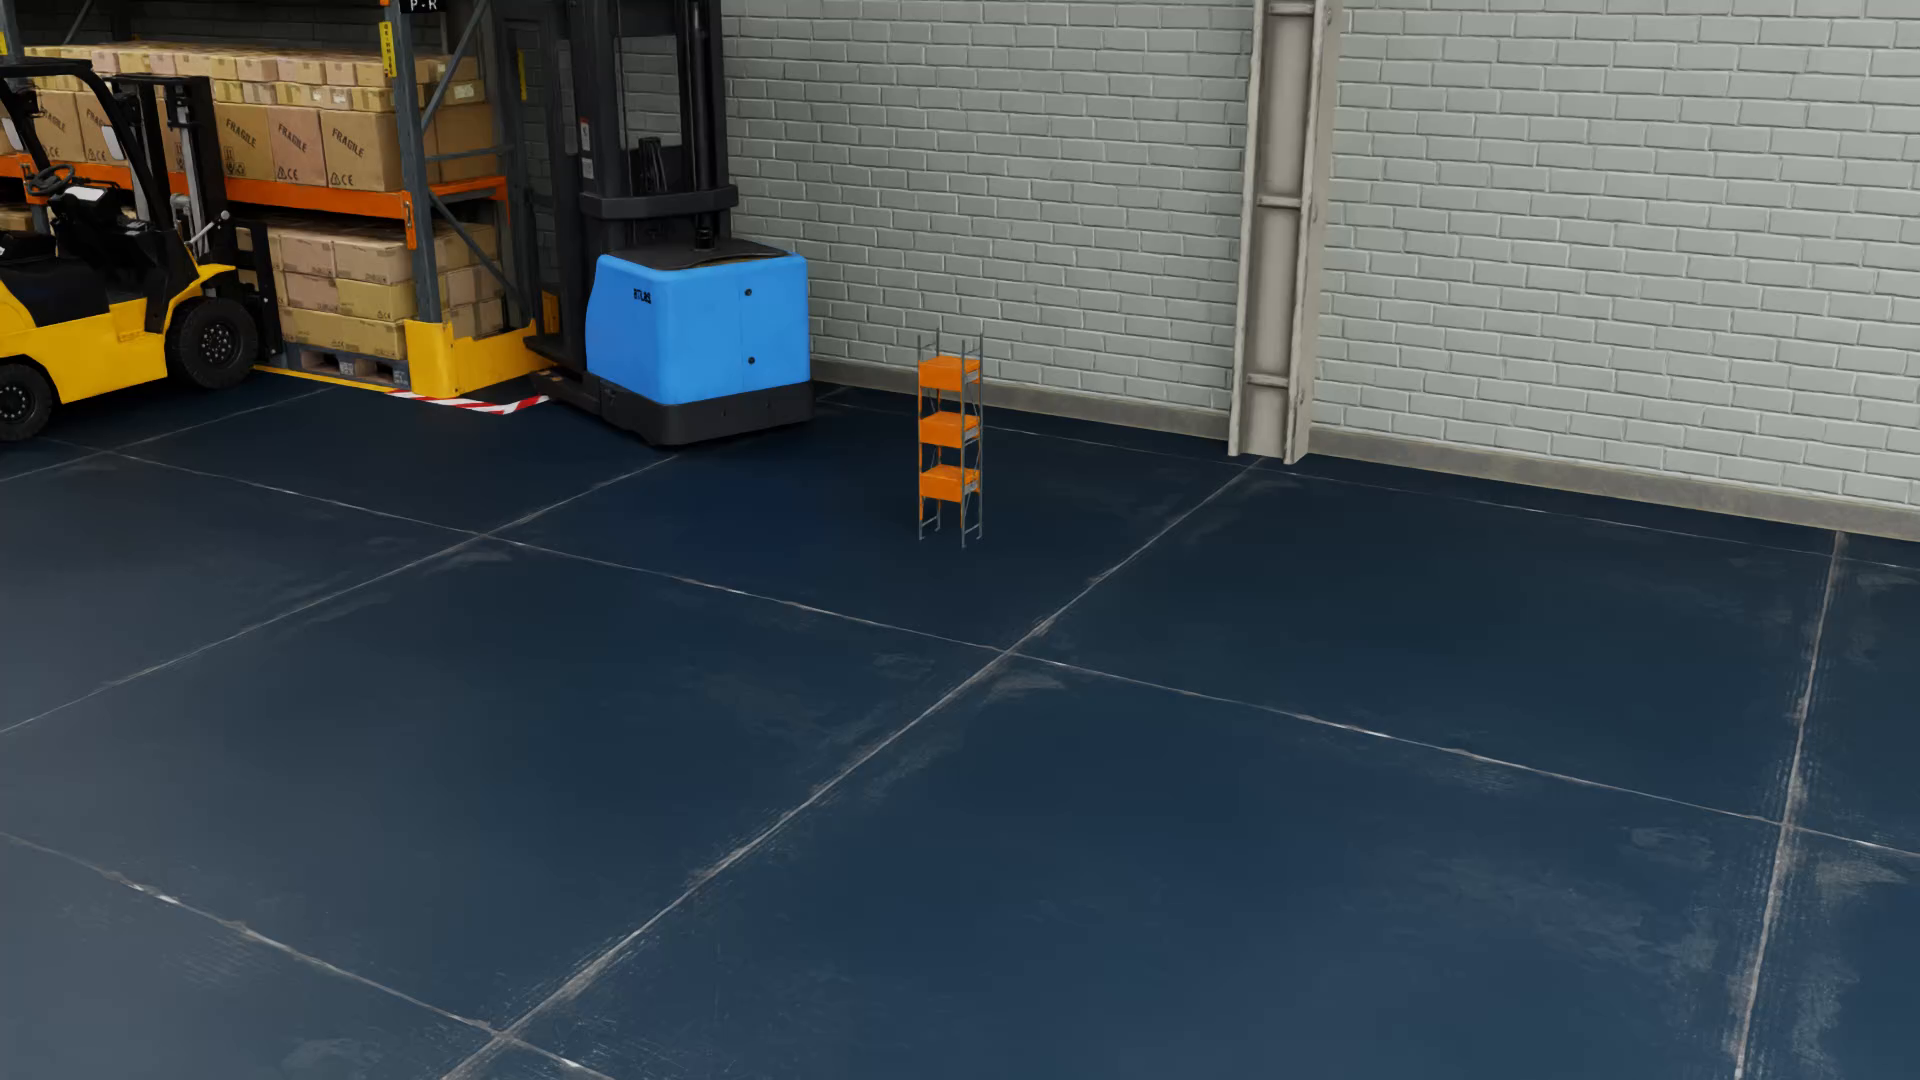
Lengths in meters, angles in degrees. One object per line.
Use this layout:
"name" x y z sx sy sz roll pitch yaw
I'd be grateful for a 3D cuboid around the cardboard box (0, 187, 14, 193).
"cardboard box" -8.541 -2.621 14.059 0.625 0.625 0.875 10 22 25

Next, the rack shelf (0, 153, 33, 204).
"rack shelf" -8.495 -3.195 13.830 4.000 0.370 1.077 11 23 27

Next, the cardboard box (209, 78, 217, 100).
"cardboard box" -5.002 -3.136 11.514 0.250 0.149 0.380 11 22 27

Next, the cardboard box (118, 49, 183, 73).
"cardboard box" -5.702 -3.386 11.768 0.250 0.149 0.380 10 22 26

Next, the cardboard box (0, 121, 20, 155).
"cardboard box" -7.317 -3.136 12.832 0.500 0.250 0.500 11 23 29

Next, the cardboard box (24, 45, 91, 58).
"cardboard box" -6.616 -3.551 12.222 0.250 0.149 0.380 11 23 28

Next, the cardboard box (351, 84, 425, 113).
"cardboard box" -3.696 -2.862 10.758 0.250 0.149 0.380 11 23 28

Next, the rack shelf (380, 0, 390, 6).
"rack shelf" -5.003 -3.940 11.485 4.000 0.370 1.077 11 23 27

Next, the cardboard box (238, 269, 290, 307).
"cardboard box" -4.728 -1.830 11.693 0.500 0.250 0.500 10 22 26

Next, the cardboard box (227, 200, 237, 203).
"cardboard box" -5.775 -2.472 12.730 0.500 0.250 0.500 10 22 27

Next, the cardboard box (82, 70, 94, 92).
"cardboard box" -6.131 -3.344 12.087 0.250 0.149 0.380 11 23 27

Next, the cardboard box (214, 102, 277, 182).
"cardboard box" -4.711 -2.760 11.430 0.500 0.500 0.500 10 22 26

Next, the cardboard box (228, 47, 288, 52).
"cardboard box" -5.015 -3.455 11.958 0.250 0.149 0.380 12 23 29

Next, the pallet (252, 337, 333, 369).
"pallet" -5.006 -1.543 12.308 1.213 0.211 1.003 11 23 27

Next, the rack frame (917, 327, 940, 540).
"rack frame" -0.153 -0.523 8.267 0.008 1.050 0.200 11 23 27

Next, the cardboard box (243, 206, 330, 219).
"cardboard box" -4.898 -2.302 12.264 0.500 0.250 0.500 10 22 26

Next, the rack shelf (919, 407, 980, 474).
"rack shelf" -0.047 -0.492 8.214 0.240 0.259 0.215 11 23 27

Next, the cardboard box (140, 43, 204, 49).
"cardboard box" -5.887 -3.635 12.454 0.250 0.149 0.380 11 22 27

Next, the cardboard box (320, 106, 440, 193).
"cardboard box" -3.815 -2.586 10.950 0.500 0.500 0.500 10 22 26

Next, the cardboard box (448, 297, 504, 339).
"cardboard box" -3.590 -1.580 11.739 0.500 0.250 0.500 11 23 28

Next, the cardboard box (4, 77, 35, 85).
"cardboard box" -7.156 -3.543 12.637 0.250 0.149 0.380 12 23 29

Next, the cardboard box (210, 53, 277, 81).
"cardboard box" -4.836 -3.207 11.272 0.250 0.149 0.380 11 23 28

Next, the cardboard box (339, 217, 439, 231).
"cardboard box" -4.022 -2.129 11.785 0.500 0.250 0.500 11 23 27

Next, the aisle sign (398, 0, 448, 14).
"aisle sign" -3.343 -3.659 10.242 0.004 0.787 0.394 11 23 27

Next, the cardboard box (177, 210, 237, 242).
"cardboard box" -5.598 -2.234 12.076 0.500 0.250 0.500 12 23 29

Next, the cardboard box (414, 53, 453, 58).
"cardboard box" -3.648 -3.210 11.281 0.250 0.149 0.380 12 23 29

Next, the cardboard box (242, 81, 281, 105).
"cardboard box" -4.598 -3.032 11.226 0.250 0.149 0.380 10 22 26

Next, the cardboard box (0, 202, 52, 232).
"cardboard box" -7.210 -2.365 13.354 0.625 0.625 0.875 12 23 30

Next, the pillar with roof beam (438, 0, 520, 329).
"pillar with roof beam" -5.525 -4.458 7.459 0.400 9.000 9.100 11 23 27

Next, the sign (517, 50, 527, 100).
"sign" -2.981 -3.144 11.248 0.005 0.325 0.100 11 23 27

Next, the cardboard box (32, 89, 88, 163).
"cardboard box" -6.489 -3.096 12.356 0.500 0.500 0.500 10 22 26

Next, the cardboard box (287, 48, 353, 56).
"cardboard box" -4.528 -3.395 11.792 0.250 0.149 0.380 10 22 26

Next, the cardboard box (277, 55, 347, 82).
"cardboard box" -4.326 -3.155 11.130 0.250 0.149 0.380 11 23 28

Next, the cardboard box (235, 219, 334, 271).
"cardboard box" -4.705 -2.058 11.591 0.500 0.250 0.500 11 23 28

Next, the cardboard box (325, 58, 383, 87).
"cardboard box" -3.903 -3.056 10.857 0.250 0.149 0.380 11 23 27

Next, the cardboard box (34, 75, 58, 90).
"cardboard box" -6.599 -3.421 12.301 0.250 0.149 0.380 10 22 26

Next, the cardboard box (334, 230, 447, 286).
"cardboard box" -3.811 -1.894 11.138 0.500 0.250 0.500 12 23 29

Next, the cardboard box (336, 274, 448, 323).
"cardboard box" -3.834 -1.663 11.235 0.500 0.250 0.500 10 22 27

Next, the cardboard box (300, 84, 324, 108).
"cardboard box" -4.131 -2.957 11.020 0.250 0.149 0.380 11 23 28

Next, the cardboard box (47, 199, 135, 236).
"cardboard box" -6.480 -2.402 12.538 0.500 0.250 0.500 10 22 26

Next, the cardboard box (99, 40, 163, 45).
"cardboard box" -6.323 -3.729 12.714 0.250 0.149 0.380 11 23 27

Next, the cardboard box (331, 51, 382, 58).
"cardboard box" -4.104 -3.286 11.490 0.250 0.149 0.380 11 23 28

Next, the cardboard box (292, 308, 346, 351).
"cardboard box" -4.251 -1.510 11.546 0.500 0.250 0.500 11 23 27

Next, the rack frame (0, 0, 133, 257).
"rack frame" -6.749 -3.201 12.790 0.127 3.000 1.000 11 23 27

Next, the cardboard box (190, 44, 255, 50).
"cardboard box" -5.421 -3.563 12.255 0.250 0.149 0.380 10 22 26

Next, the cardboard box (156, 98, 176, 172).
"cardboard box" -5.584 -2.931 11.899 0.500 0.500 0.500 11 22 27

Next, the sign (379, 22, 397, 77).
"sign" -3.534 -3.032 10.280 0.005 0.325 0.100 11 23 27

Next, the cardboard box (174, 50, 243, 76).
"cardboard box" -5.226 -3.324 11.597 0.250 0.149 0.380 11 23 28

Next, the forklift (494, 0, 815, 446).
"forklift" -2.184 -2.367 10.592 1.130 2.935 3.031 -14 24 -34

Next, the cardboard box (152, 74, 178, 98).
"cardboard box" -5.496 -3.200 11.690 0.250 0.149 0.380 10 22 26

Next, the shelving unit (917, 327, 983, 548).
"shelving unit" -0.047 -0.502 8.211 0.252 1.050 0.215 11 23 27

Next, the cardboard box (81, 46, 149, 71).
"cardboard box" -6.116 -3.495 12.067 0.250 0.149 0.380 10 22 26

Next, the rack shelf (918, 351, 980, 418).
"rack shelf" -0.047 -0.759 8.117 0.240 0.259 0.215 11 23 27
